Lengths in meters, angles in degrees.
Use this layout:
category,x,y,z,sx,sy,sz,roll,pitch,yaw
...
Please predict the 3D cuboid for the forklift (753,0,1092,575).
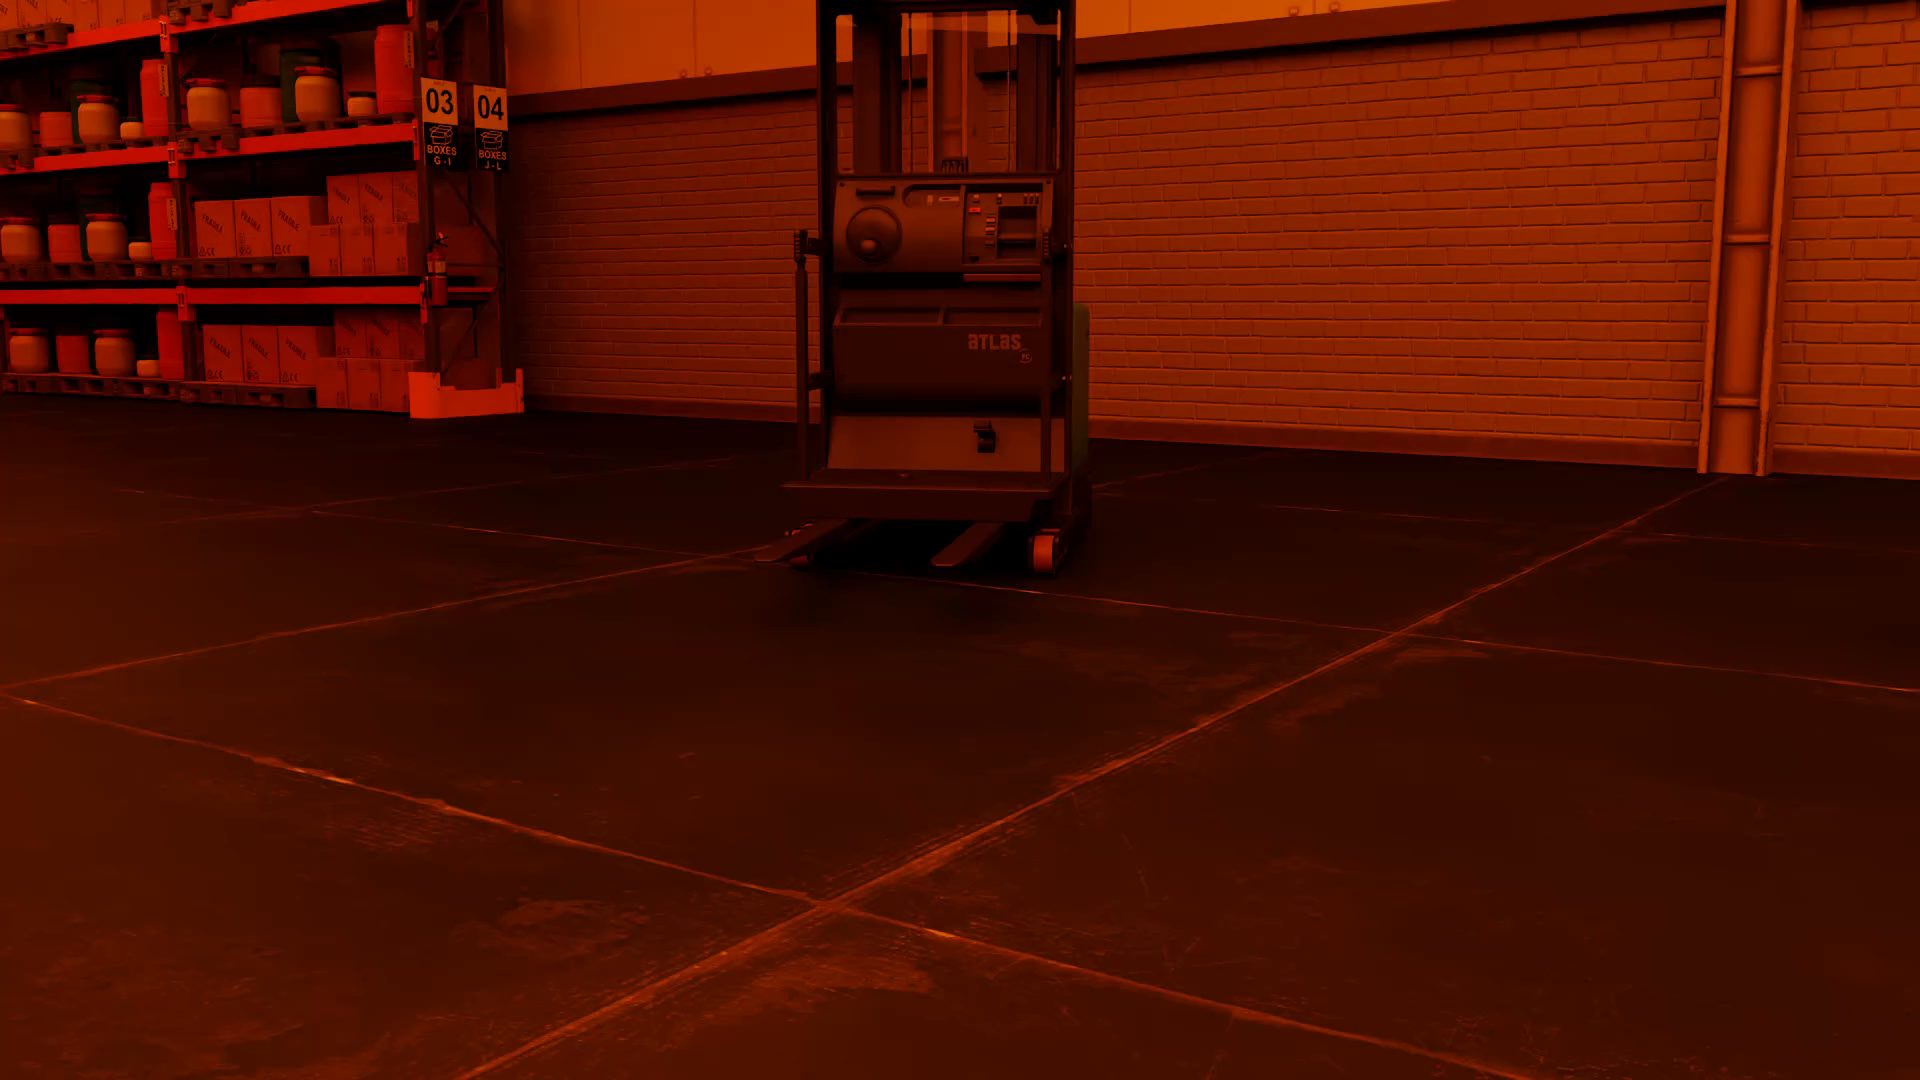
category,x,y,z,sx,sy,sz,roll,pitch,yaw
forklift,-0.104,-1.364,6.788,1.130,2.935,3.031,1,8,9
